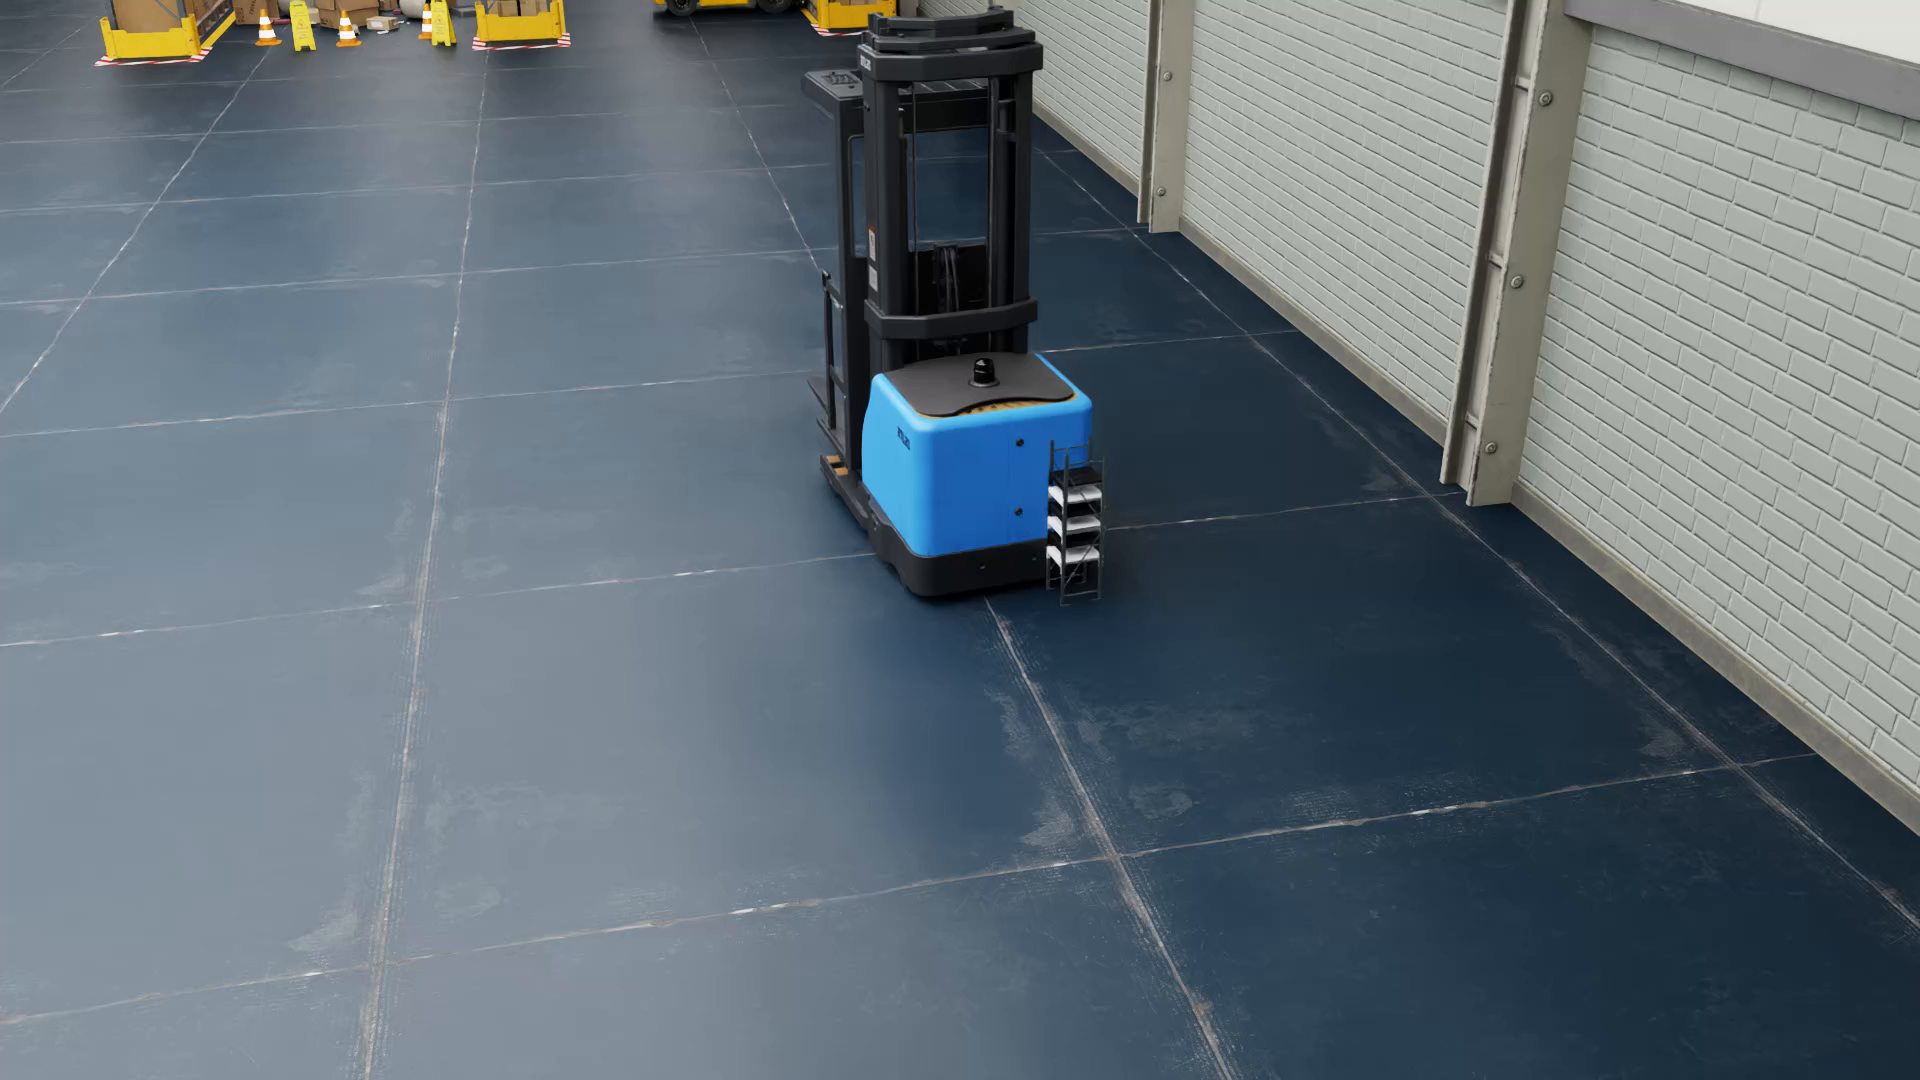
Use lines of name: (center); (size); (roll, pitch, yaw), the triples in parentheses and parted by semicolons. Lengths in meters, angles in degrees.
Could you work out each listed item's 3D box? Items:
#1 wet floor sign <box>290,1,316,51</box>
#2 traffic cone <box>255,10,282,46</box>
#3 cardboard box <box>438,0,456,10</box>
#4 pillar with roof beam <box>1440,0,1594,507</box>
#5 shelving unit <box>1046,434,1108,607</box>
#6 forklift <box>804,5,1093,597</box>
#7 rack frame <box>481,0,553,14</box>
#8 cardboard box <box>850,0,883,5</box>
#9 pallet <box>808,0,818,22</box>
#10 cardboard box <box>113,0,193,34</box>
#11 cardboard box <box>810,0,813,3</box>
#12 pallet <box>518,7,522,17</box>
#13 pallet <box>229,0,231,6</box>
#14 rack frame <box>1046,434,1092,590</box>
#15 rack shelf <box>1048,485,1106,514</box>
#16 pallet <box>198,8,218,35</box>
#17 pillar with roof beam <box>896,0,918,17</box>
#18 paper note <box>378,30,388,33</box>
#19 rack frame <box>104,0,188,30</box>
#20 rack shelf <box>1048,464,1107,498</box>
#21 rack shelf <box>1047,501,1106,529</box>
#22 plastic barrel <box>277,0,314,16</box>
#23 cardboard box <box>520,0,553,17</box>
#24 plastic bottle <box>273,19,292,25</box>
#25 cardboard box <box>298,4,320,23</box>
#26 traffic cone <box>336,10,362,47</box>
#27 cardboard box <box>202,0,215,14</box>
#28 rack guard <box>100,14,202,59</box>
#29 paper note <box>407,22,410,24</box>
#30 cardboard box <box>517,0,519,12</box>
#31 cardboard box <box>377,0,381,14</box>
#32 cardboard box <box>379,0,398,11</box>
wet floor sign: (-9.258, -7.235, 23.369); (0.267, 0.644, 0.232); (-11, 29, -20)
traffic cone: (-9.930, -7.343, 23.784); (0.336, 0.463, 0.334); (-6, 27, -12)
cardboard box: (-8.379, -8.678, 26.385); (0.500, 0.500, 0.500); (13, 30, 24)
pillar with roof beam: (-0.975, -3.887, 7.464); (9.100, 9.000, 0.400); (-6, 27, -12)
shelving unit: (0.624, -0.100, 8.949); (0.258, 0.900, 0.210); (-9, 28, -17)
forklift: (-0.239, -1.647, 9.759); (1.130, 2.935, 3.031); (-9, 28, -17)
rack frame: (-6.394, -8.645, 23.549); (1.000, 3.000, 0.127); (-6, 27, -12)
cardboard box: (-1.479, -8.346, 25.542); (0.500, 0.250, 0.500); (-6, 27, -11)
pallet: (-1.772, -8.237, 25.836); (1.003, 0.211, 1.213); (-6, 27, -12)
cardboard box: (-11.411, -7.628, 23.426); (0.875, 0.875, 0.875); (-6, 27, -11)
cardboard box: (-2.075, -8.504, 25.855); (0.500, 0.250, 0.500); (-6, 27, -12)
pallet: (-6.559, -7.794, 24.957); (1.003, 0.211, 1.213); (-6, 27, -12)
pallet: (-12.342, -8.940, 27.228); (1.003, 0.211, 1.213); (-6, 27, -12)
rack frame: (0.590, -0.143, 9.035); (0.240, 0.900, 0.006); (-9, 28, -17)
rack shelf: (0.624, -0.231, 8.883); (0.258, 0.077, 0.200); (-9, 28, -17)
pallet: (-11.721, -7.731, 24.832); (1.003, 0.211, 1.213); (-6, 27, -12)
pillar with roof beam: (-5.031, -11.789, 23.120); (9.100, 9.000, 0.400); (-6, 27, -12)
paper note: (-8.546, -7.532, 24.640); (0.148, 0.019, 0.142); (-16, 31, -29)
rack frame: (-11.193, -8.098, 22.465); (1.000, 3.000, 0.127); (-6, 27, -12)
rack shelf: (0.624, -0.311, 8.843); (0.258, 0.077, 0.200); (-9, 28, -17)
rack shelf: (0.624, -0.151, 8.924); (0.258, 0.077, 0.200); (-9, 28, -17)
plastic barrel: (-10.345, -8.362, 25.847); (0.512, 0.421, 0.421); (13, 30, 24)
cardboard box: (-6.306, -7.987, 24.831); (0.500, 0.250, 0.500); (-6, 27, -12)
plastic bottle: (-10.303, -7.896, 25.327); (0.283, 0.061, 0.133); (-16, 31, -29)
cardboard box: (-9.913, -8.066, 25.436); (0.396, 0.266, 0.258); (-1, 27, -3)
traffic cone: (-8.752, -7.308, 23.716); (0.336, 0.463, 0.334); (-6, 27, -12)
cardboard box: (-11.815, -8.414, 24.984); (0.875, 0.875, 0.875); (-6, 27, -11)
rack guard: (-11.188, -6.972, 23.007); (1.175, 0.500, 0.348); (-6, 27, -12)
paper note: (-8.413, -7.886, 25.363); (0.032, 0.001, 0.123); (-6, 27, -12)
cardboard box: (-6.947, -8.161, 25.175); (0.500, 0.250, 0.500); (-6, 27, -11)
cardboard box: (-9.475, -8.515, 25.911); (0.797, 0.637, 0.503); (-6, 27, -12)
cardboard box: (-9.202, -8.605, 26.504); (0.396, 0.266, 0.258); (19, 32, 32)
